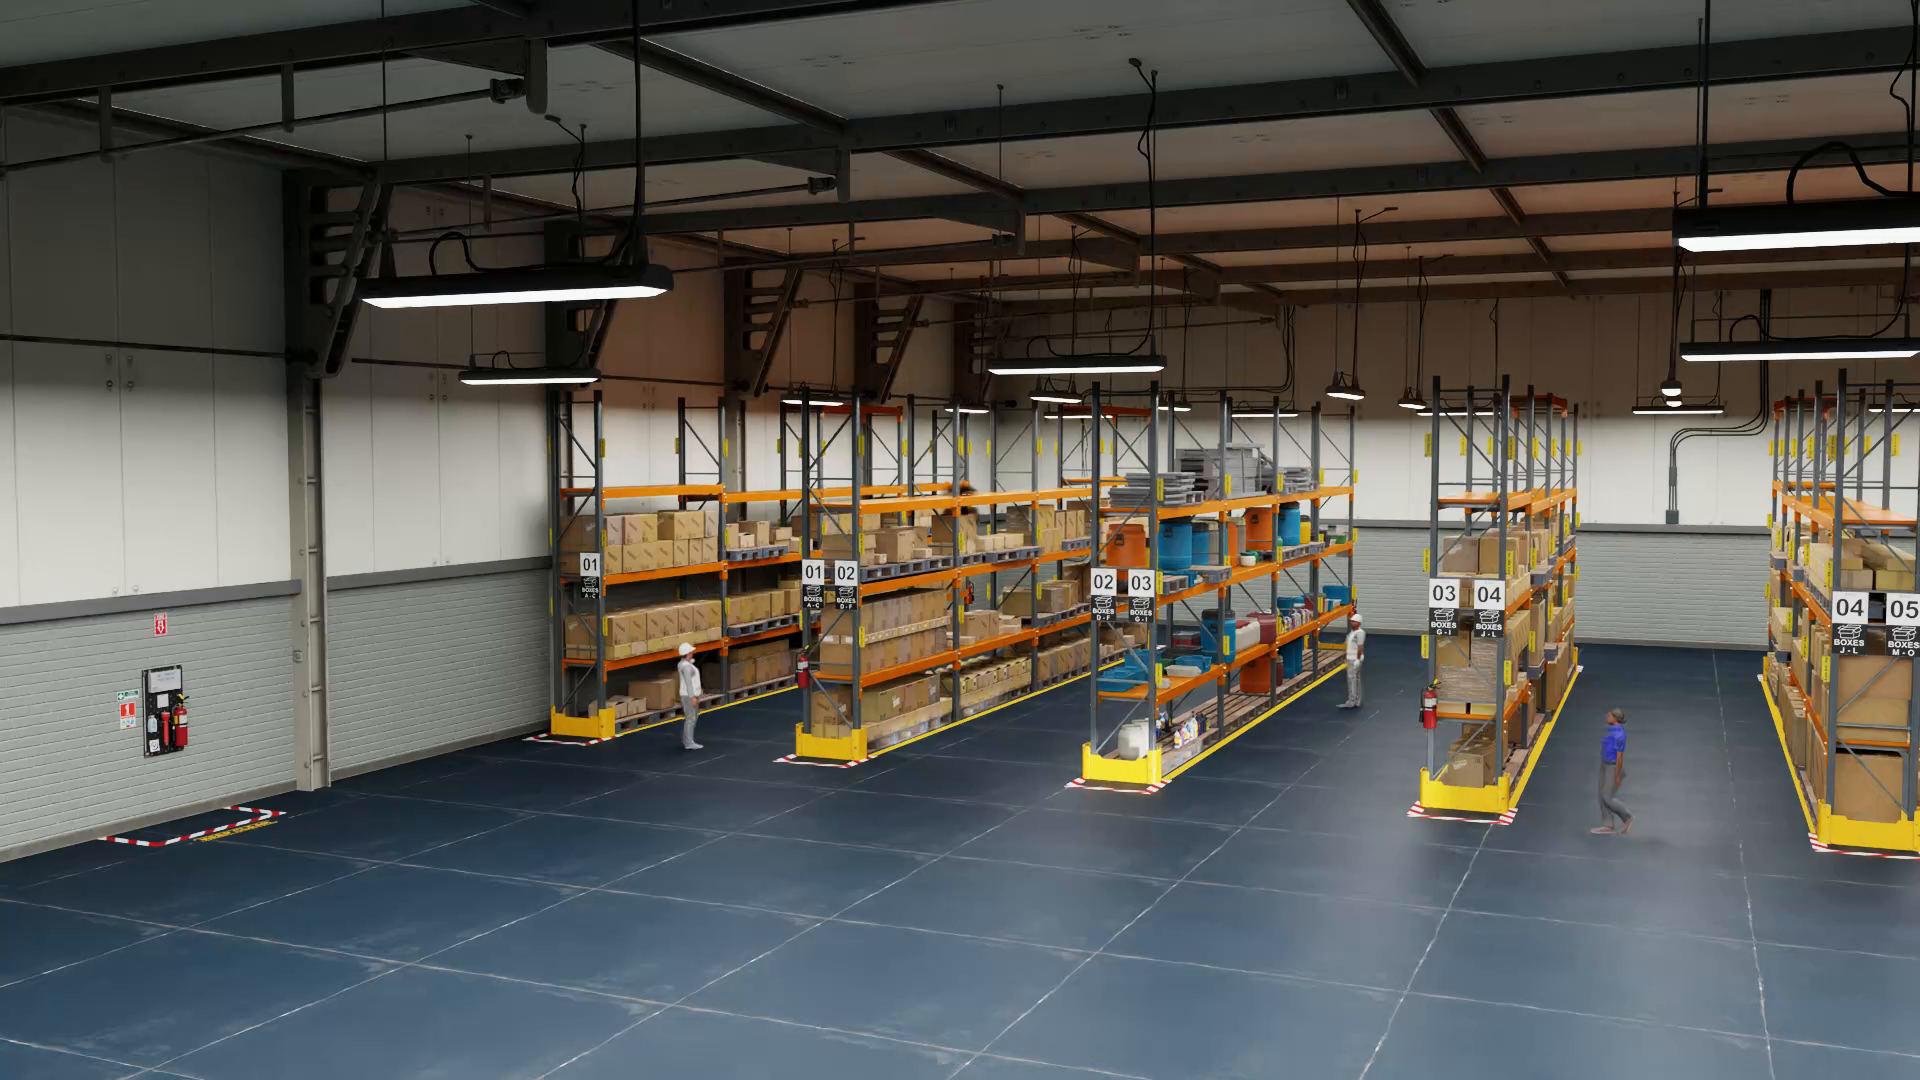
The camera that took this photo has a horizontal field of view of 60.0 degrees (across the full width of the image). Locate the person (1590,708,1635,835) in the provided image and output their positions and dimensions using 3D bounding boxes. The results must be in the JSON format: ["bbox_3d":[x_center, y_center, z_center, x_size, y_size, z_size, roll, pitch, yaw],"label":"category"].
[{"bbox_3d":[8.418,2.979,21.398,0.481,1.647,0.468,0,3,-7],"label":"person"}]

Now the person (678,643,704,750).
[{"bbox_3d":[-4.491,2.605,27.719,0.435,1.798,0.616,0,3,-1],"label":"person"}]

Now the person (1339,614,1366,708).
[{"bbox_3d":[7.624,2.332,32.241,0.486,1.790,0.588,1,3,17],"label":"person"}]

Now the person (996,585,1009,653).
[{"bbox_3d":[1.082,1.935,40.930,0.566,1.650,0.982,1,3,23],"label":"person"}]
